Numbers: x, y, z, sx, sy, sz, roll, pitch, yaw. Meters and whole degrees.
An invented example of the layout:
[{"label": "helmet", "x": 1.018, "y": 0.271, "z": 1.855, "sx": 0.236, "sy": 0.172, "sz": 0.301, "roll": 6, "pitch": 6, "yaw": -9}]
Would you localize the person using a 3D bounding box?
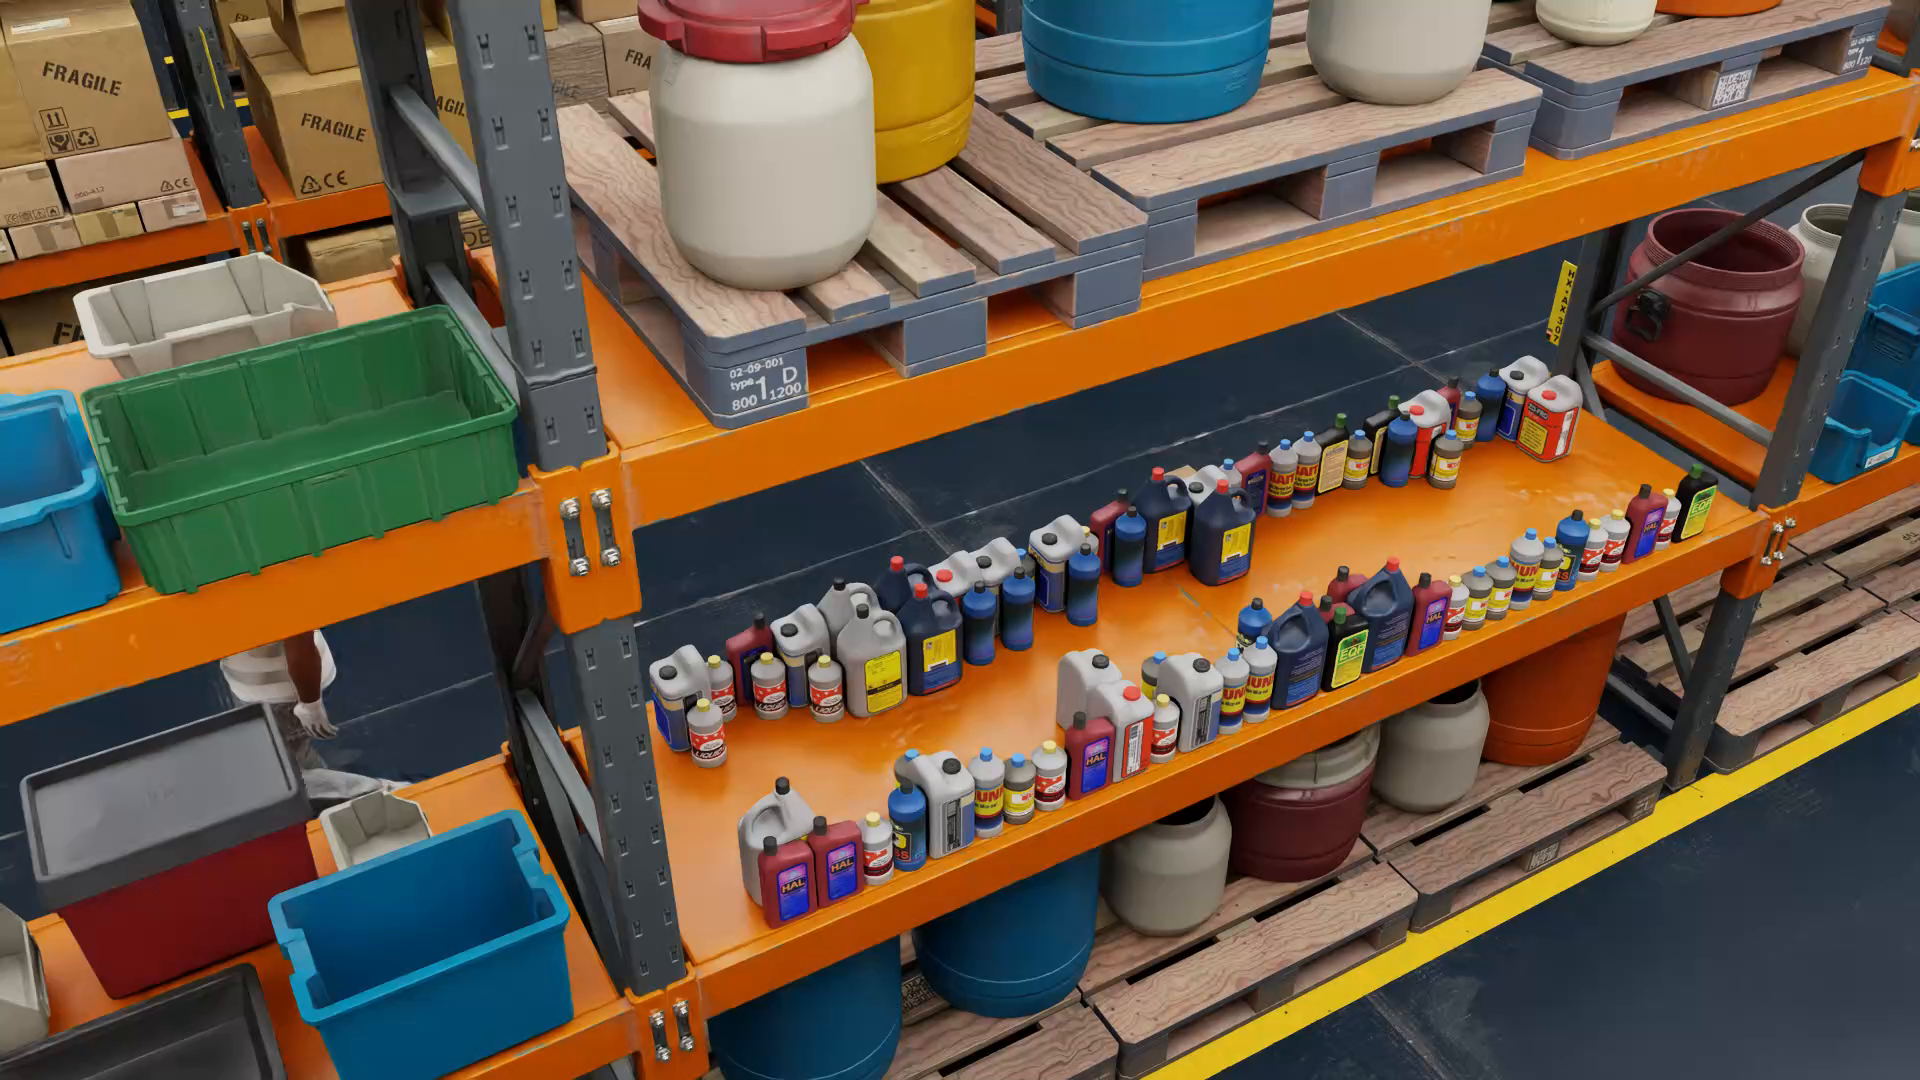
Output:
[{"label": "person", "x": -2.240, "y": 0.399, "z": 5.500, "sx": 0.481, "sy": 1.712, "sz": 0.560, "roll": -21, "pitch": 41, "yaw": -25}]
